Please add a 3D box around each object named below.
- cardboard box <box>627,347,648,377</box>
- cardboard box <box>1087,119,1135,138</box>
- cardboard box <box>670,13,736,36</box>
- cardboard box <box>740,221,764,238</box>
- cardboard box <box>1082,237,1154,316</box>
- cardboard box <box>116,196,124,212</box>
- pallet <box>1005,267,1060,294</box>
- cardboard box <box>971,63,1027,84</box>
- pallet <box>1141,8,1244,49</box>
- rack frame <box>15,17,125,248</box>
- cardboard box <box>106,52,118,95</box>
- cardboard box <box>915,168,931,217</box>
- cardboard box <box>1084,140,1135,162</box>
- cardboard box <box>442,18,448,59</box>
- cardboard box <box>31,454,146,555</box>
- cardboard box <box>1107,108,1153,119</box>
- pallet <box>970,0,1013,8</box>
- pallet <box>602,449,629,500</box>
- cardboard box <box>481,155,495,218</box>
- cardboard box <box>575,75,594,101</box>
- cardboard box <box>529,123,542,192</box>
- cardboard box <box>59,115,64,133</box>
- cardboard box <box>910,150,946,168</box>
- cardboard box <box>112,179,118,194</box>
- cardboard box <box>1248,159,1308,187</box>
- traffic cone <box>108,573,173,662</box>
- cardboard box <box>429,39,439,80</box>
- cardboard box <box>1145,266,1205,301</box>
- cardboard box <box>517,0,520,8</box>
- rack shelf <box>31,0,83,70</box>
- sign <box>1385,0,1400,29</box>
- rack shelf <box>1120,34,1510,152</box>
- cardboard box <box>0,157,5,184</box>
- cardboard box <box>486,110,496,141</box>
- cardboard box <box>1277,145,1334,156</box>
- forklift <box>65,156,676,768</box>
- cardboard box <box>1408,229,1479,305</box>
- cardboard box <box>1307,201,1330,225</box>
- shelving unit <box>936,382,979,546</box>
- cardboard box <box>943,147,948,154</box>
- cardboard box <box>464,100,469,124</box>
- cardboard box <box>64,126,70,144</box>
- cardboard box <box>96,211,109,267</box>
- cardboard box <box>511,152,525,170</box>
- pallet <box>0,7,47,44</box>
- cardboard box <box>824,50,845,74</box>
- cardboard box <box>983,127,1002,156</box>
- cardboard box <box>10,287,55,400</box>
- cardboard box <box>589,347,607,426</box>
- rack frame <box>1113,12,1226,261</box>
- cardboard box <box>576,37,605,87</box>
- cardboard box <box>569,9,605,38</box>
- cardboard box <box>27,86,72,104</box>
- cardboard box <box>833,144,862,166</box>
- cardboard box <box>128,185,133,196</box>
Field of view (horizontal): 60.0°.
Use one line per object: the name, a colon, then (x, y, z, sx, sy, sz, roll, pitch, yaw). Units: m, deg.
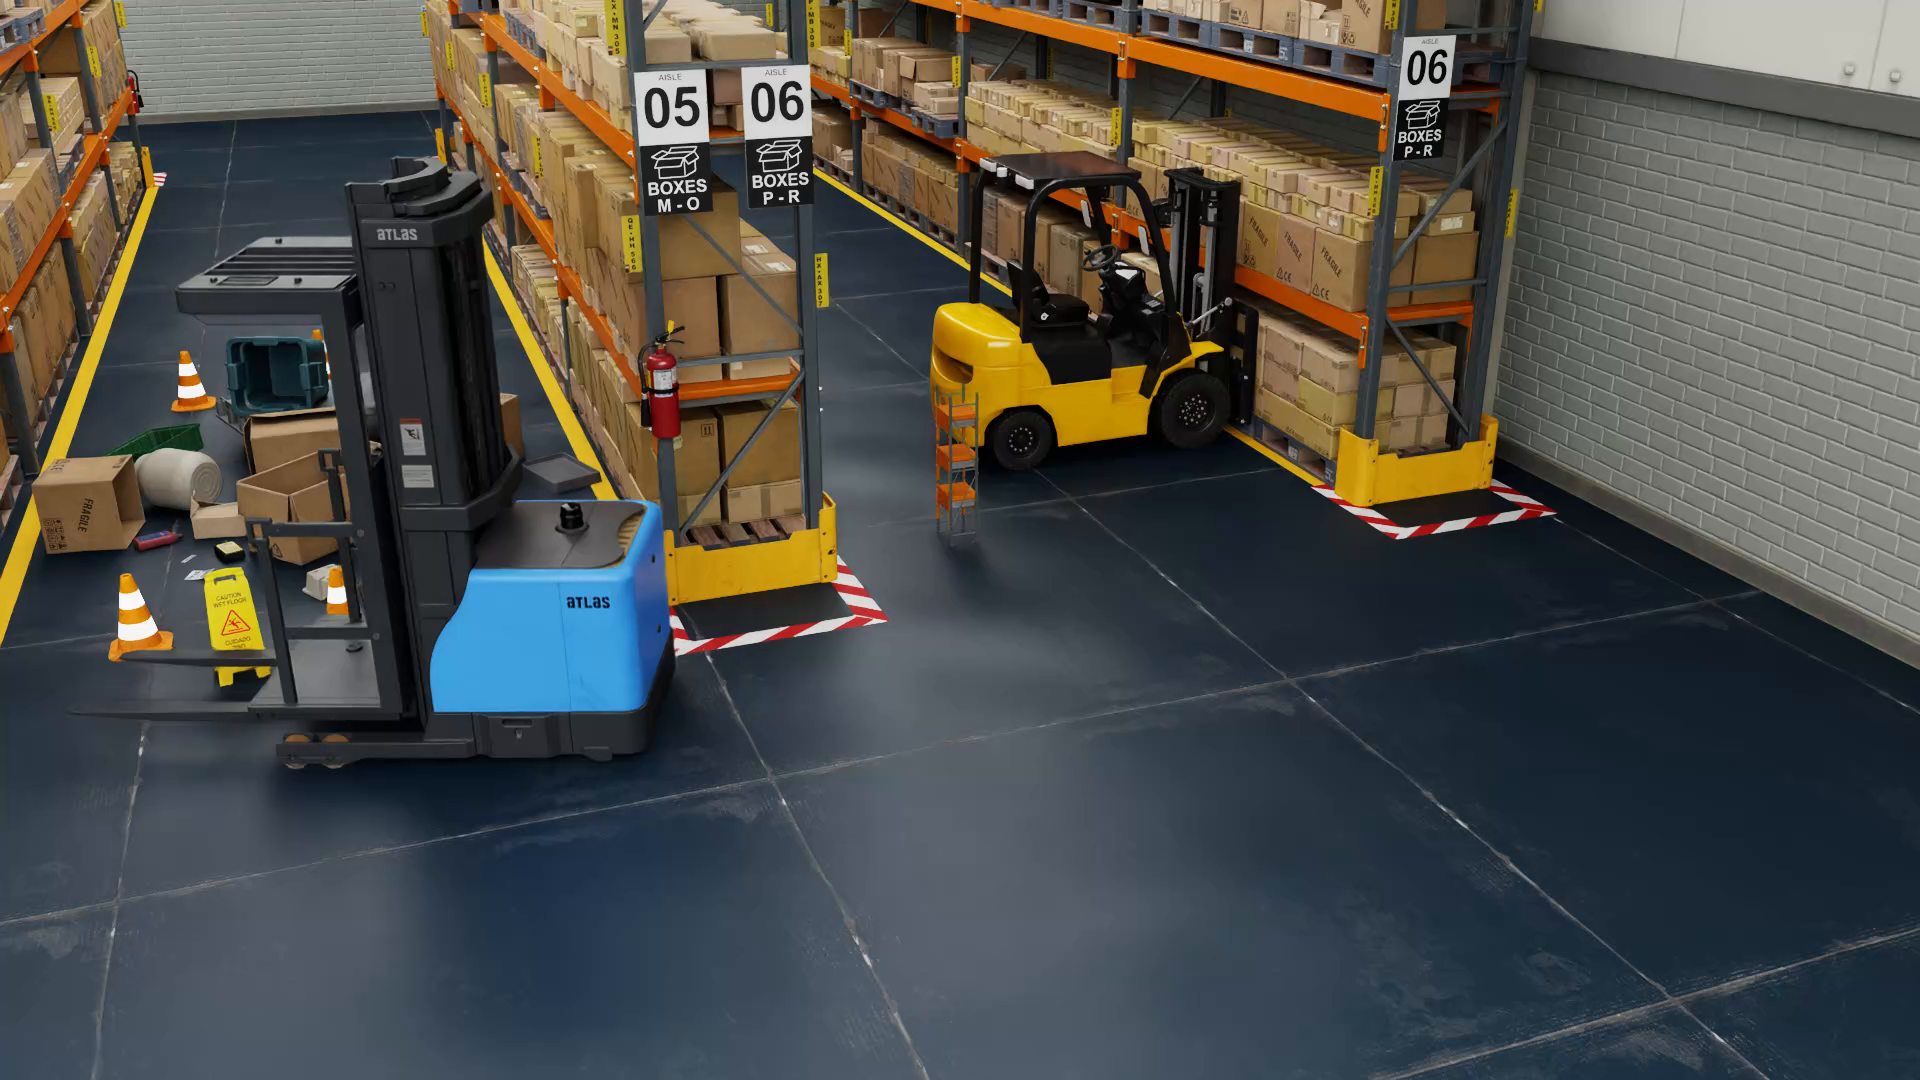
cardboard box: (-1.872, -1.148, 10.434, 0.380, 0.149, 0.250, -9, 24, -20)
cardboard box: (1.409, -3.842, 15.539, 0.380, 0.149, 0.250, -8, 24, -19)
cardboard box: (-1.612, -3.238, 10.505, 0.380, 0.149, 0.250, -8, 24, -19)
cardboard box: (-1.622, -1.846, 11.256, 0.500, 0.500, 0.500, -9, 24, -20)
cardboard box: (1.688, -2.503, 15.843, 0.875, 0.625, 0.625, -7, 24, -17)
cardboard box: (-10.010, -3.917, 19.428, 0.380, 0.149, 0.250, -7, 24, -17)
pallet: (1.151, -2.637, 17.235, 1.003, 0.211, 1.213, -8, 24, -19)
cardboard box: (0.434, -5.117, 18.860, 0.500, 0.500, 0.500, -7, 24, -17)
pallet: (2.208, -4.251, 13.725, 1.003, 0.211, 1.213, -8, 24, -19)
rack frame: (-10.181, -4.724, 18.597, 1.000, 3.000, 0.127, -8, 24, -19)
cardboard box: (-10.663, -5.679, 20.351, 0.500, 0.500, 0.500, -7, 24, -16)
cardboard box: (-0.236, -4.208, 20.050, 0.500, 0.500, 0.500, -7, 24, -17)
cardboard box: (1.470, -3.520, 15.290, 0.500, 0.250, 0.500, -9, 24, -20)
cardboard box: (-6.183, -6.266, 20.838, 0.500, 0.500, 0.500, -9, 24, -20)
cardboard box: (-5.847, -0.244, 11.181, 0.500, 0.500, 0.500, -4, 23, -10)
cardboard box: (1.652, -4.097, 16.145, 0.380, 0.149, 0.250, -8, 24, -19)
pallet: (0.793, -5.730, 17.364, 1.213, 0.211, 1.003, -7, 24, -17)
pallet: (-2.055, -0.565, 12.319, 1.003, 0.211, 1.213, -8, 24, -19)
cardboard box: (-5.292, -4.440, 20.118, 0.875, 0.875, 0.875, -8, 24, -17)
cardboard box: (-2.319, -2.990, 10.943, 0.380, 0.149, 0.250, -9, 24, -20)
cardboard box: (-3.314, -3.226, 13.990, 0.500, 0.500, 0.500, -8, 24, -19)
cardboard box: (-9.207, -4.157, 16.650, 0.380, 0.149, 0.250, -9, 24, -19)
cardboard box: (-0.384, -4.640, 20.239, 0.380, 0.149, 0.250, -10, 25, -22)
cardboard box: (-10.151, -4.140, 19.574, 0.380, 0.149, 0.250, -7, 24, -16)
cardboard box: (2.427, -2.796, 12.674, 0.380, 0.149, 0.250, -8, 24, -18)
traffic cone: (-4.801, 0.417, 9.664, 0.336, 0.463, 0.334, -8, 24, -19)
cardboard box: (-7.098, -6.726, 23.217, 0.500, 0.500, 0.500, -9, 24, -19)
cardboard box: (1.931, -2.197, 14.313, 0.500, 0.250, 0.500, -8, 24, -19)
cardboard box: (-3.608, -4.866, 14.939, 0.797, 0.503, 0.637, -8, 24, -19)
rack shelf: (-9.475, -5.048, 16.430, 1.077, 0.370, 4.000, -8, 24, -19)
sign: (2.783, -3.447, 10.665, 0.100, 0.325, 0.005, -8, 24, -19)
rack shelf: (2.589, -3.540, 12.851, 1.077, 0.370, 4.000, -8, 24, -19)
cardboard box: (-8.075, -3.058, 13.227, 0.700, 0.500, 0.500, -9, 24, -20)
cardboard box: (-4.582, -4.289, 17.114, 0.500, 0.250, 0.500, -8, 24, -19)
cardboard box: (2.760, -3.057, 13.295, 0.380, 0.149, 0.250, -8, 24, -17)
forklift: (-3.109, -0.393, 8.409, 3.031, 2.935, 1.130, 0, 23, 0)
cardboard box: (3.380, -2.027, 12.067, 0.500, 0.500, 0.500, -8, 24, -17)
cardboard box: (2.758, -2.386, 12.086, 0.380, 0.149, 0.250, -8, 24, -18)
shelving unit: (-0.019, -0.503, 11.092, 0.215, 1.050, 0.252, -8, 24, -19)
cardboard box: (0.014, -4.808, 20.639, 0.380, 0.149, 0.250, -9, 25, -21)
cardboard box: (-5.493, -4.987, 19.413, 0.500, 0.250, 0.500, -9, 24, -20)
cardboard box: (-9.298, -4.115, 16.934, 0.380, 0.149, 0.250, -9, 25, -21)
cardboard box: (-9.326, -3.158, 17.559, 0.500, 0.500, 0.500, -9, 24, -20)
cardboard box: (-4.032, -3.605, 15.724, 0.380, 0.149, 0.250, -8, 24, -19)
pallet: (-8.491, -4.339, 14.065, 1.213, 0.211, 1.003, -7, 24, -17)
cardboard box: (-1.543, -6.522, 22.672, 0.500, 0.250, 0.500, -8, 24, -19)
cardboard box: (0.570, -4.222, 17.598, 0.500, 0.250, 0.500, -9, 24, -20)
cardboard box: (-7.996, -1.539, 13.394, 1.050, 0.750, 0.750, -8, 24, -19)
cardboard box: (-2.422, -1.172, 12.204, 0.500, 0.500, 0.500, -7, 24, -16)
rack frame: (1.882, -3.216, 15.018, 1.000, 3.000, 0.127, -8, 24, -19)
cardboard box: (-2.144, -3.050, 10.572, 0.500, 0.250, 0.500, -8, 24, -18)
cardboard box: (-2.316, -3.349, 10.768, 0.380, 0.149, 0.250, -8, 24, -18)
cardboard box: (-9.579, -4.670, 17.485, 0.380, 0.149, 0.250, -8, 24, -19)
cardboard box: (-1.542, -5.348, 23.056, 0.396, 0.266, 0.258, -7, 24, -17)
cardboard box: (-10.689, -4.433, 21.036, 0.380, 0.149, 0.250, -8, 24, -18)
